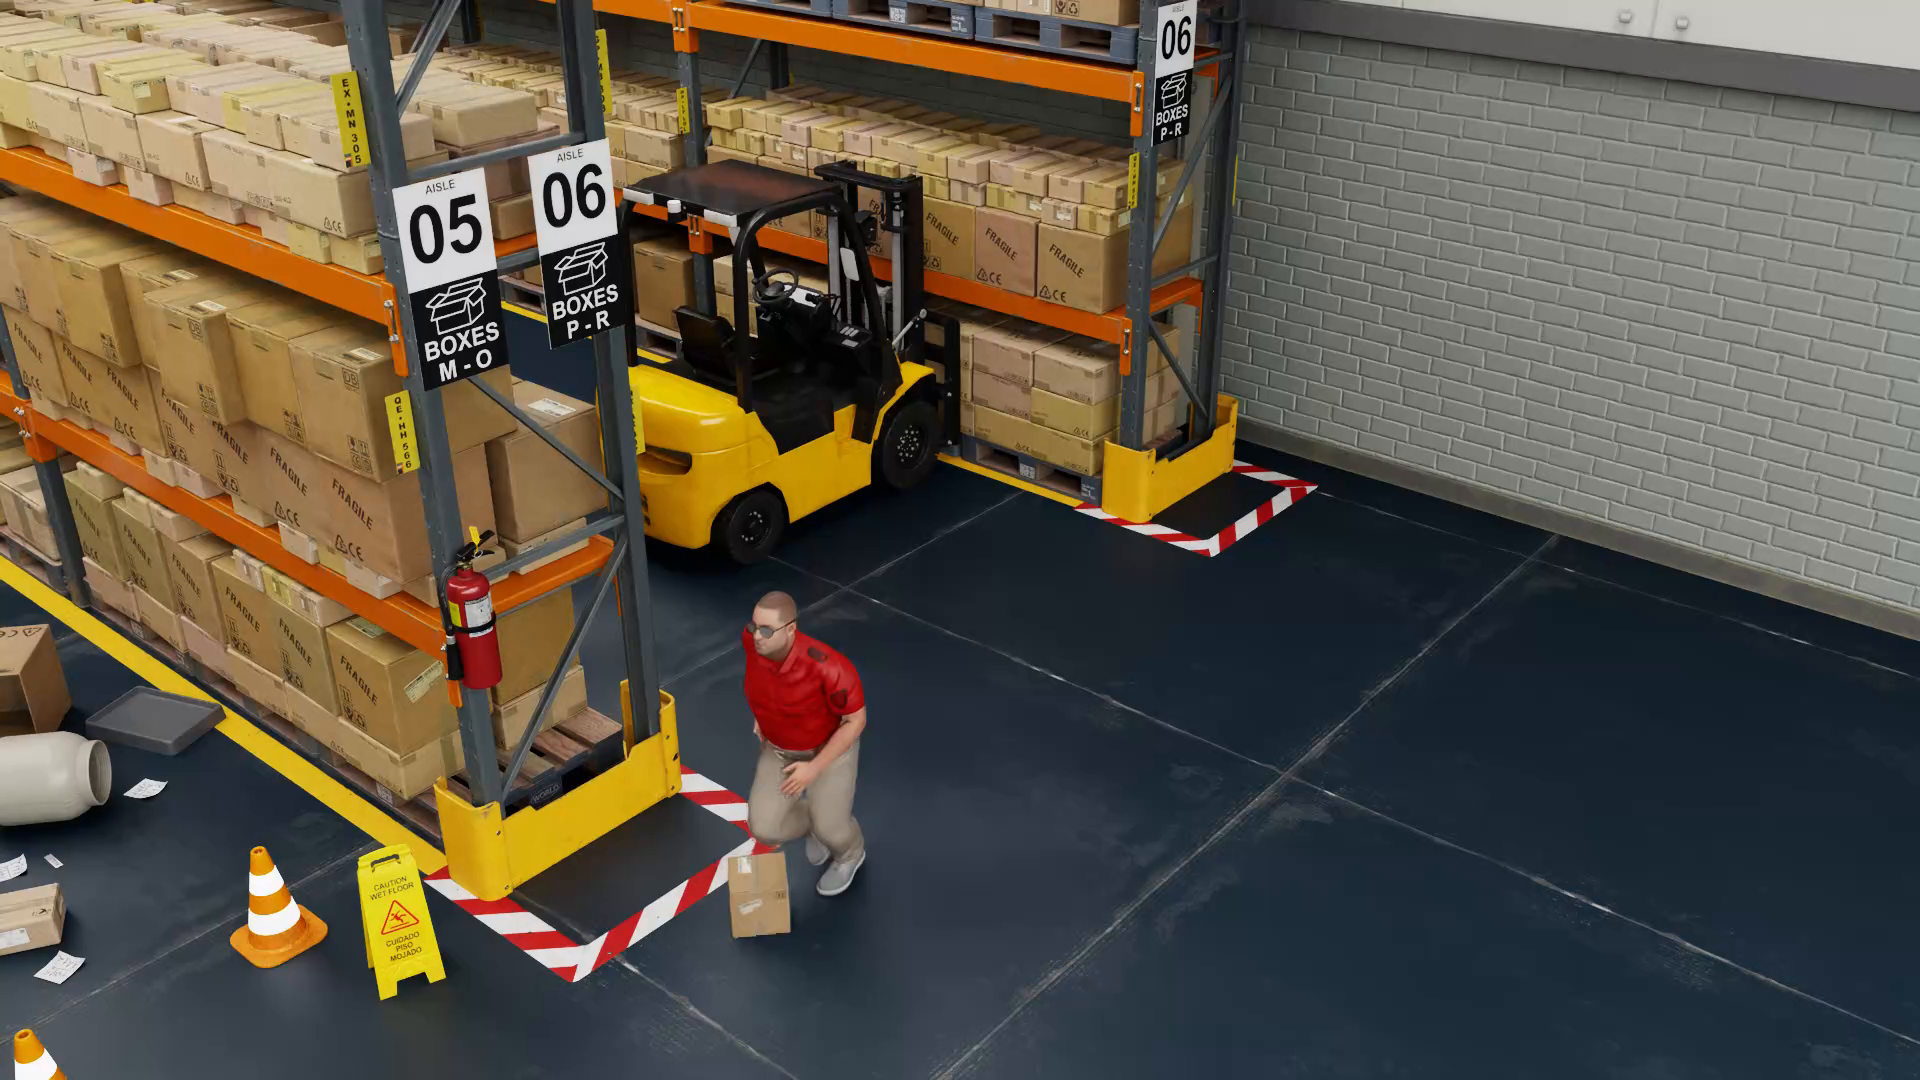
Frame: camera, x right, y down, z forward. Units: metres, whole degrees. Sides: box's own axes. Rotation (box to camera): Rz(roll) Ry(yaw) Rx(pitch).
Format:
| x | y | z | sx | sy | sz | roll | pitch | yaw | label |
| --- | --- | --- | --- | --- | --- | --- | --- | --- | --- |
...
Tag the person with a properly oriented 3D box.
| x | y | z | sx | sy | sz | roll | pitch | yaw | label |
| --- | --- | --- | --- | --- | --- | --- | --- | --- | --- |
| -0.637 | 0.863 | 7.060 | 0.683 | 1.632 | 0.650 | 15 | 31 | 26 | person |
